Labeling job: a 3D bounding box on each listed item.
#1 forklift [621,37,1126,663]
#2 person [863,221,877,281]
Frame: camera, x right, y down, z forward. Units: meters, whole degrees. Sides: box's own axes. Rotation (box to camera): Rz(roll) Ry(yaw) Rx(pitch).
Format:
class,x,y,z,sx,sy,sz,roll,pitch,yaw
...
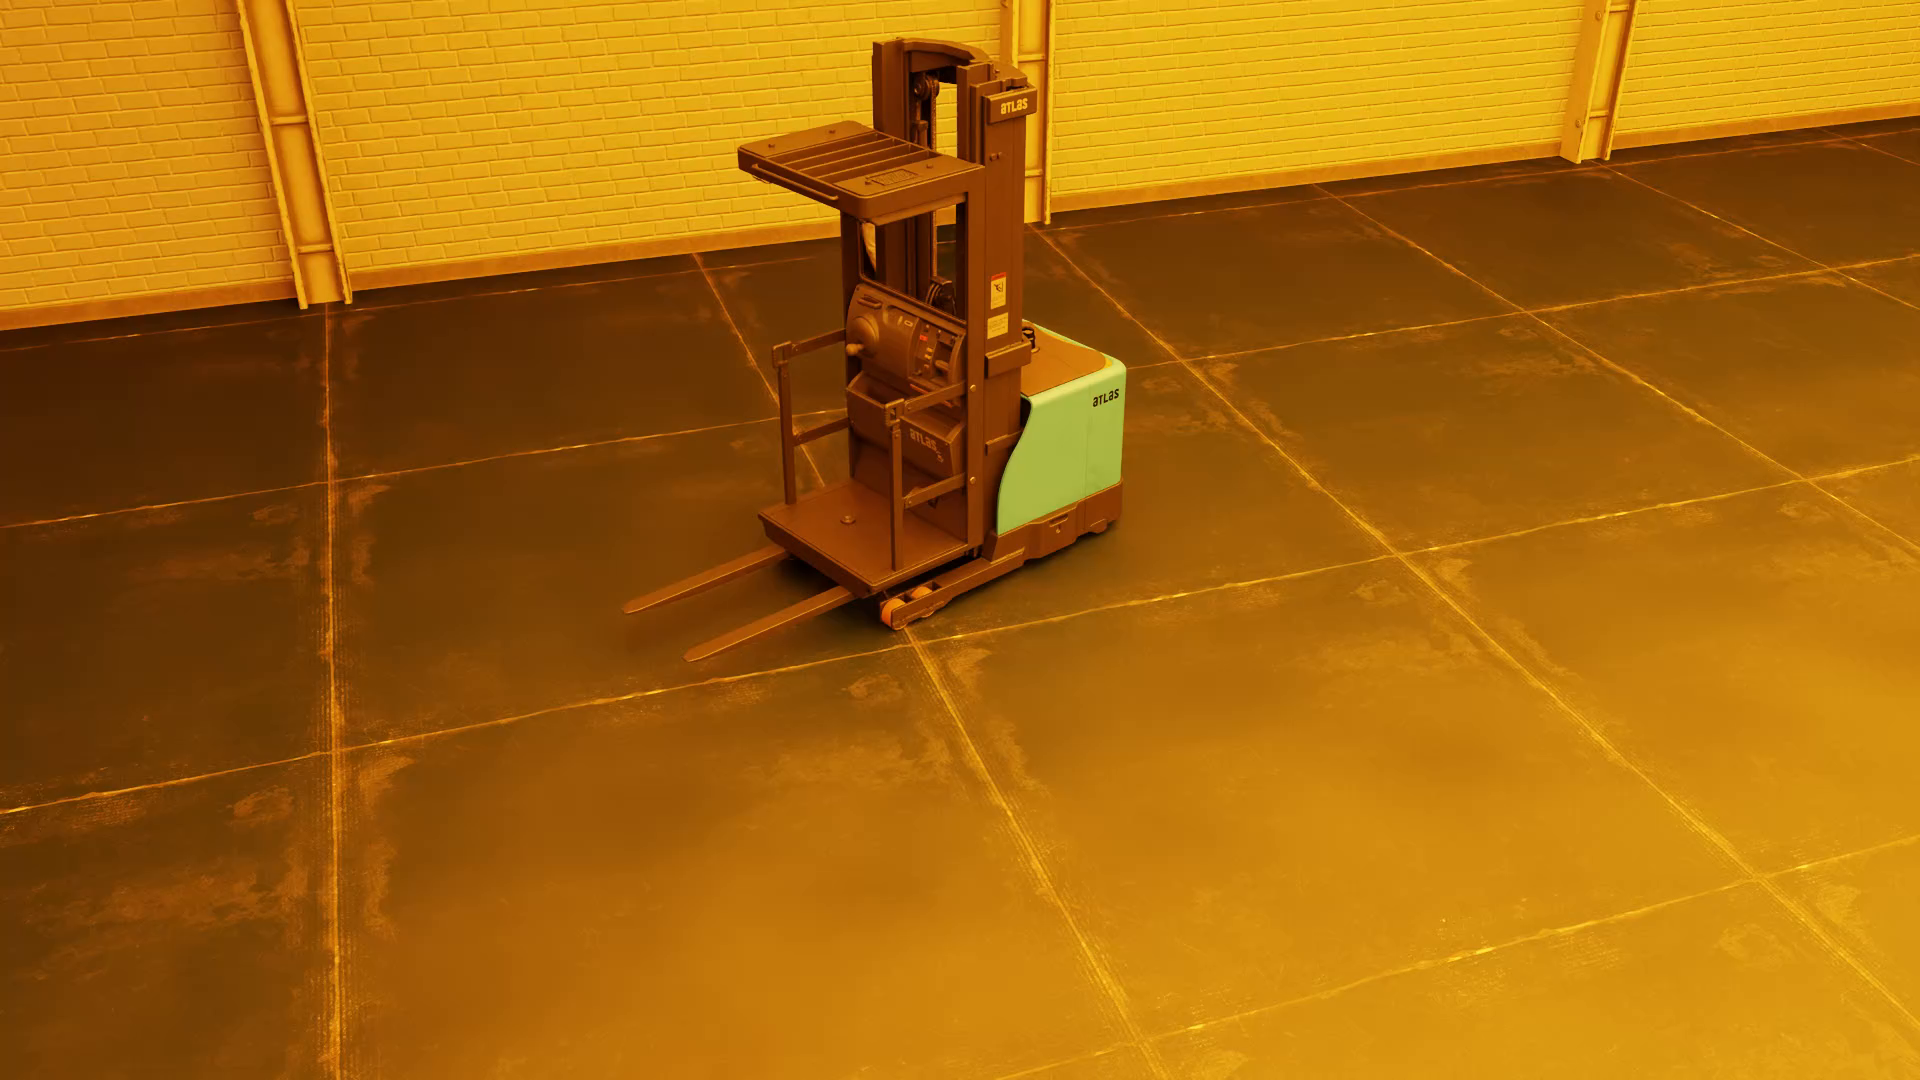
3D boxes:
class,x,y,z,sx,sy,sz,roll,pitch,yaw
forklift,-0.461,-1.072,8.951,3.031,2.935,1.130,-23,37,-34
person,-0.432,-1.799,11.414,0.565,1.722,0.633,-2,30,-3
